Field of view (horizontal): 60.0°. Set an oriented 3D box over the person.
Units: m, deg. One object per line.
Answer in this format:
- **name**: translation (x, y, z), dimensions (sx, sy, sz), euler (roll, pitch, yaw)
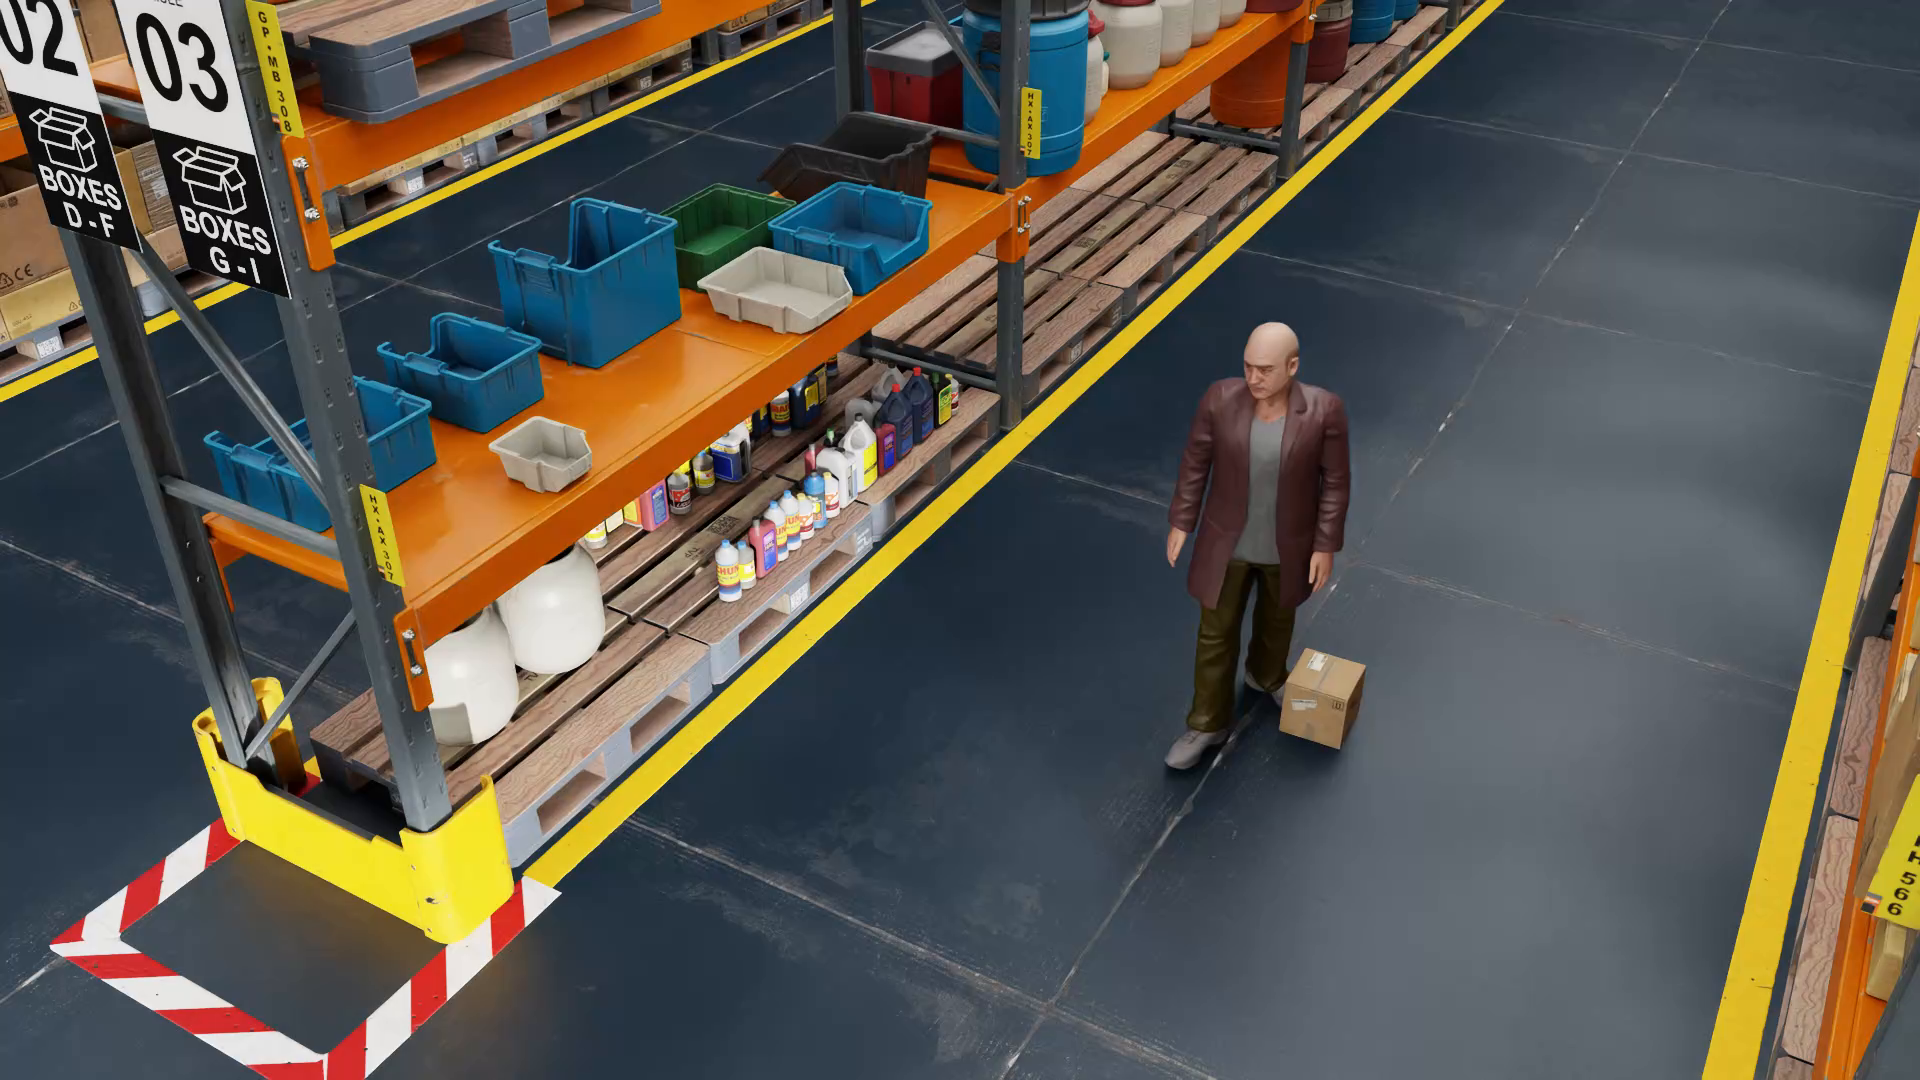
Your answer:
- **person**: translation (1.083, 0.009, 6.136), dimensions (0.652, 1.777, 0.690), euler (7, 34, 10)
